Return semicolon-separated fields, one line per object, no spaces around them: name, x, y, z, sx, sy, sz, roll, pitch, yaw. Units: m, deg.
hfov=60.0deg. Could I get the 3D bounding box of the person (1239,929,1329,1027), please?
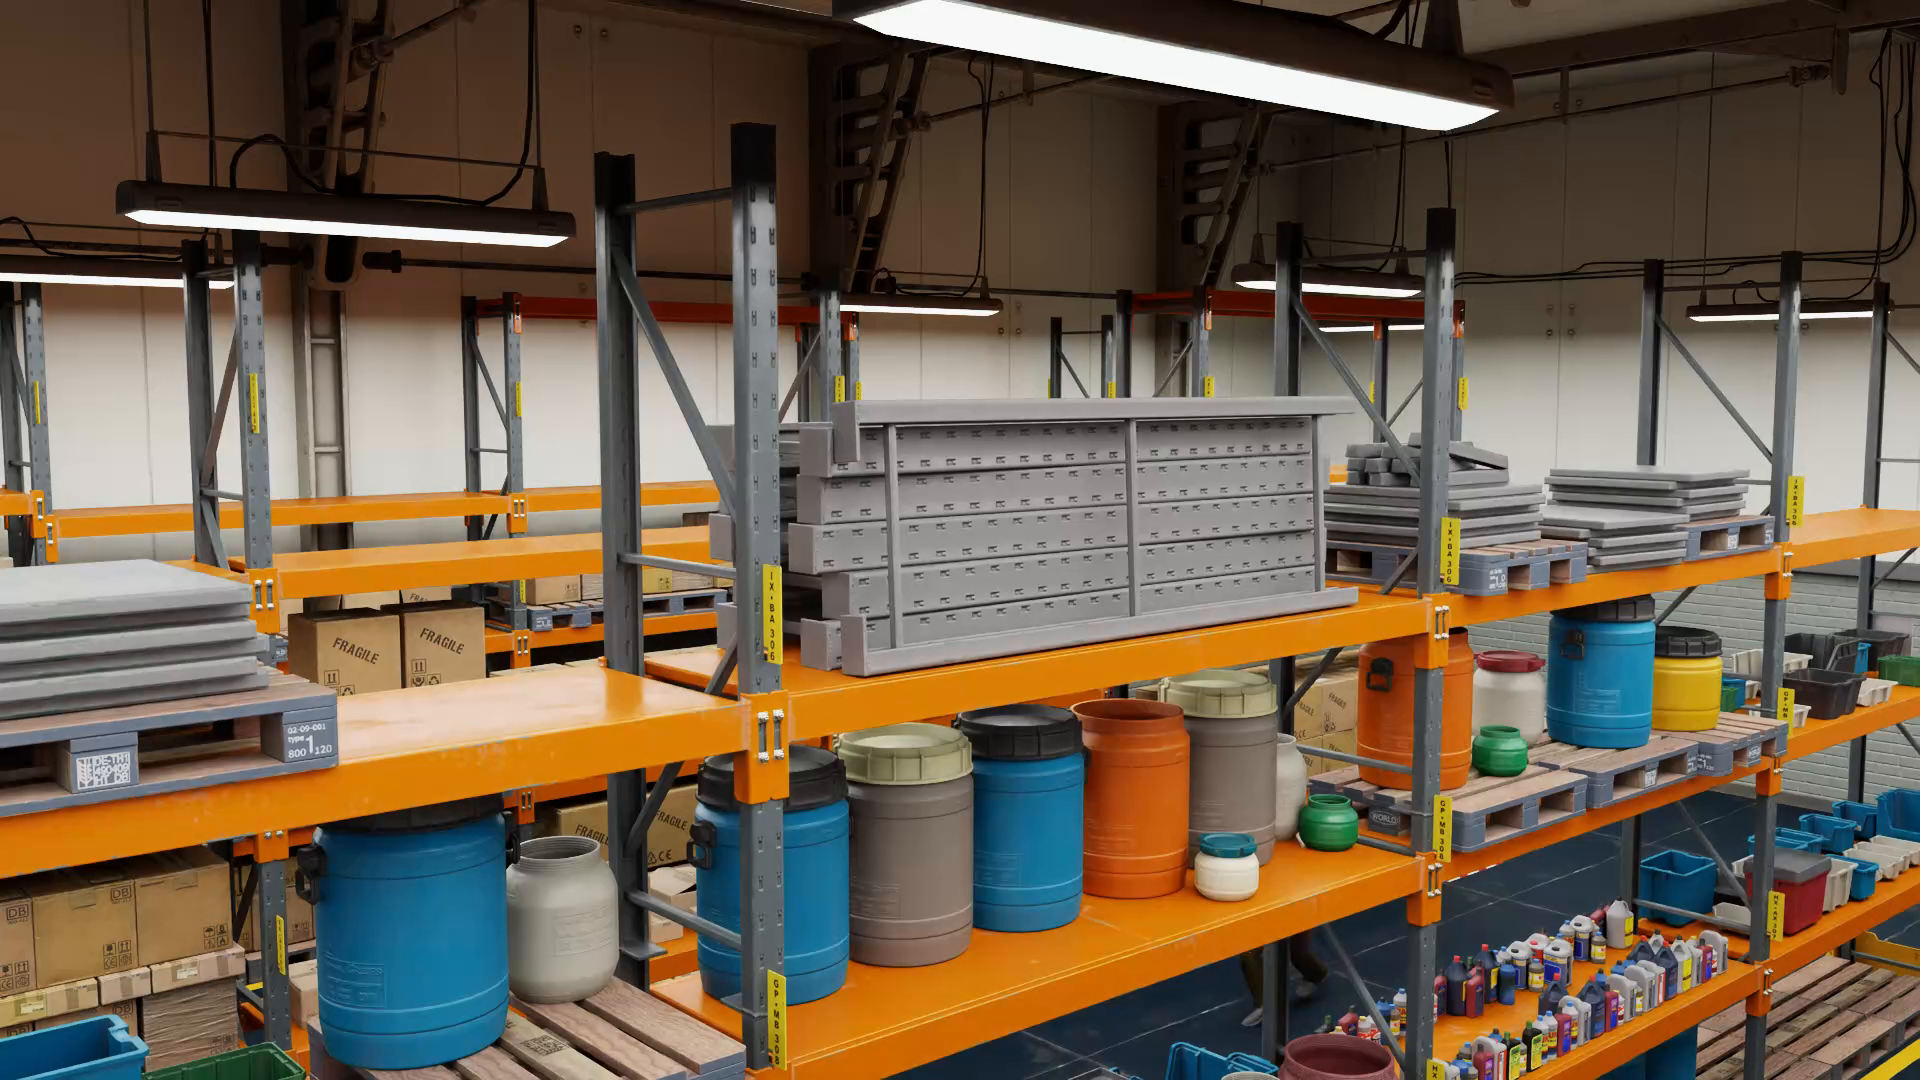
person;2.699;3.086;13.566;1.115;1.622;0.707;-4;7;-37
